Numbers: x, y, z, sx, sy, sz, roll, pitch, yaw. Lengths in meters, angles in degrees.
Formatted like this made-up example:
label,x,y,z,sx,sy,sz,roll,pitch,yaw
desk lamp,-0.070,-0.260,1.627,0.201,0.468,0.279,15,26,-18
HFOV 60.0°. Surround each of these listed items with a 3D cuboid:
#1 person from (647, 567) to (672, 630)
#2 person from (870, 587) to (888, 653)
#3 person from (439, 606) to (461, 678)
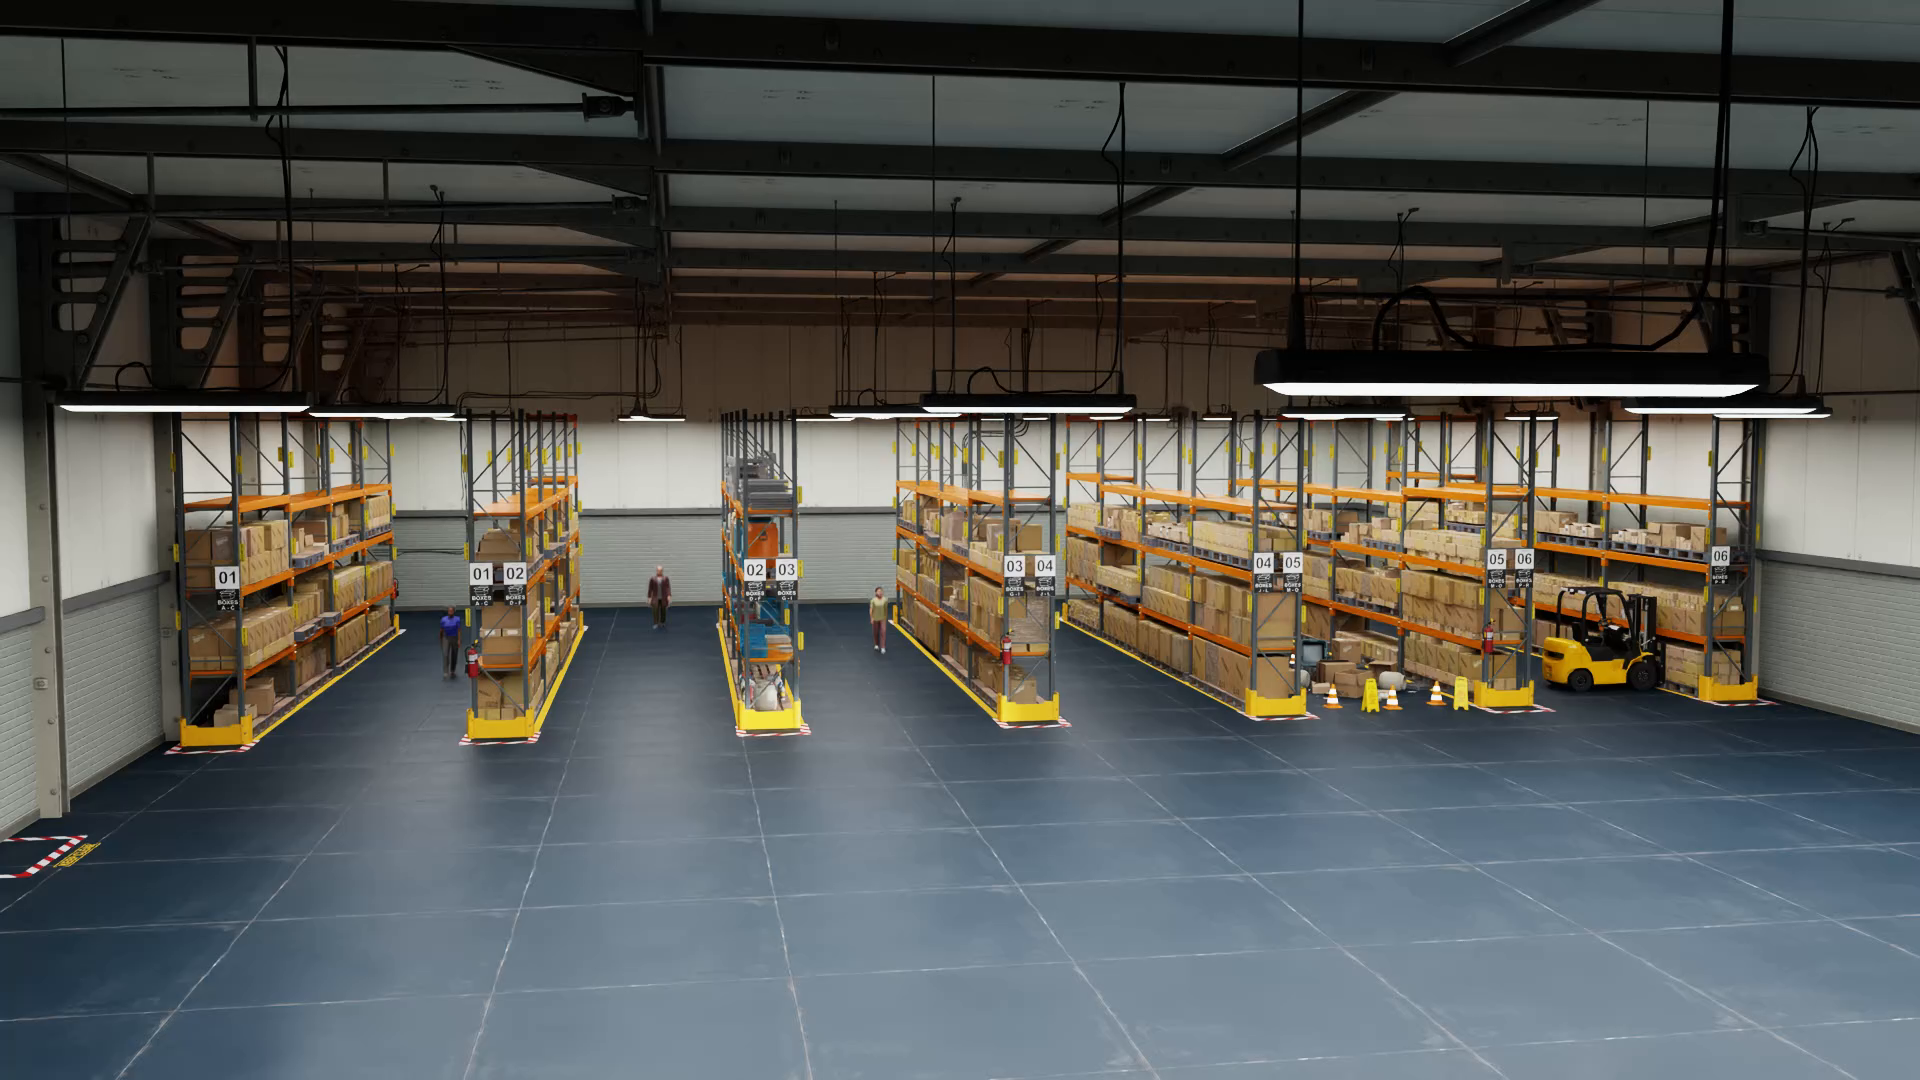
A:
label,x,y,z,sx,sy,sz,roll,pitch,yaw
person,-8.392,1.602,46.385,0.685,1.711,1.129,-1,4,-7
person,-2.030,1.989,41.670,0.469,1.603,1.060,0,4,-7
person,-11.483,2.282,37.485,0.474,1.605,0.977,-2,4,-24
